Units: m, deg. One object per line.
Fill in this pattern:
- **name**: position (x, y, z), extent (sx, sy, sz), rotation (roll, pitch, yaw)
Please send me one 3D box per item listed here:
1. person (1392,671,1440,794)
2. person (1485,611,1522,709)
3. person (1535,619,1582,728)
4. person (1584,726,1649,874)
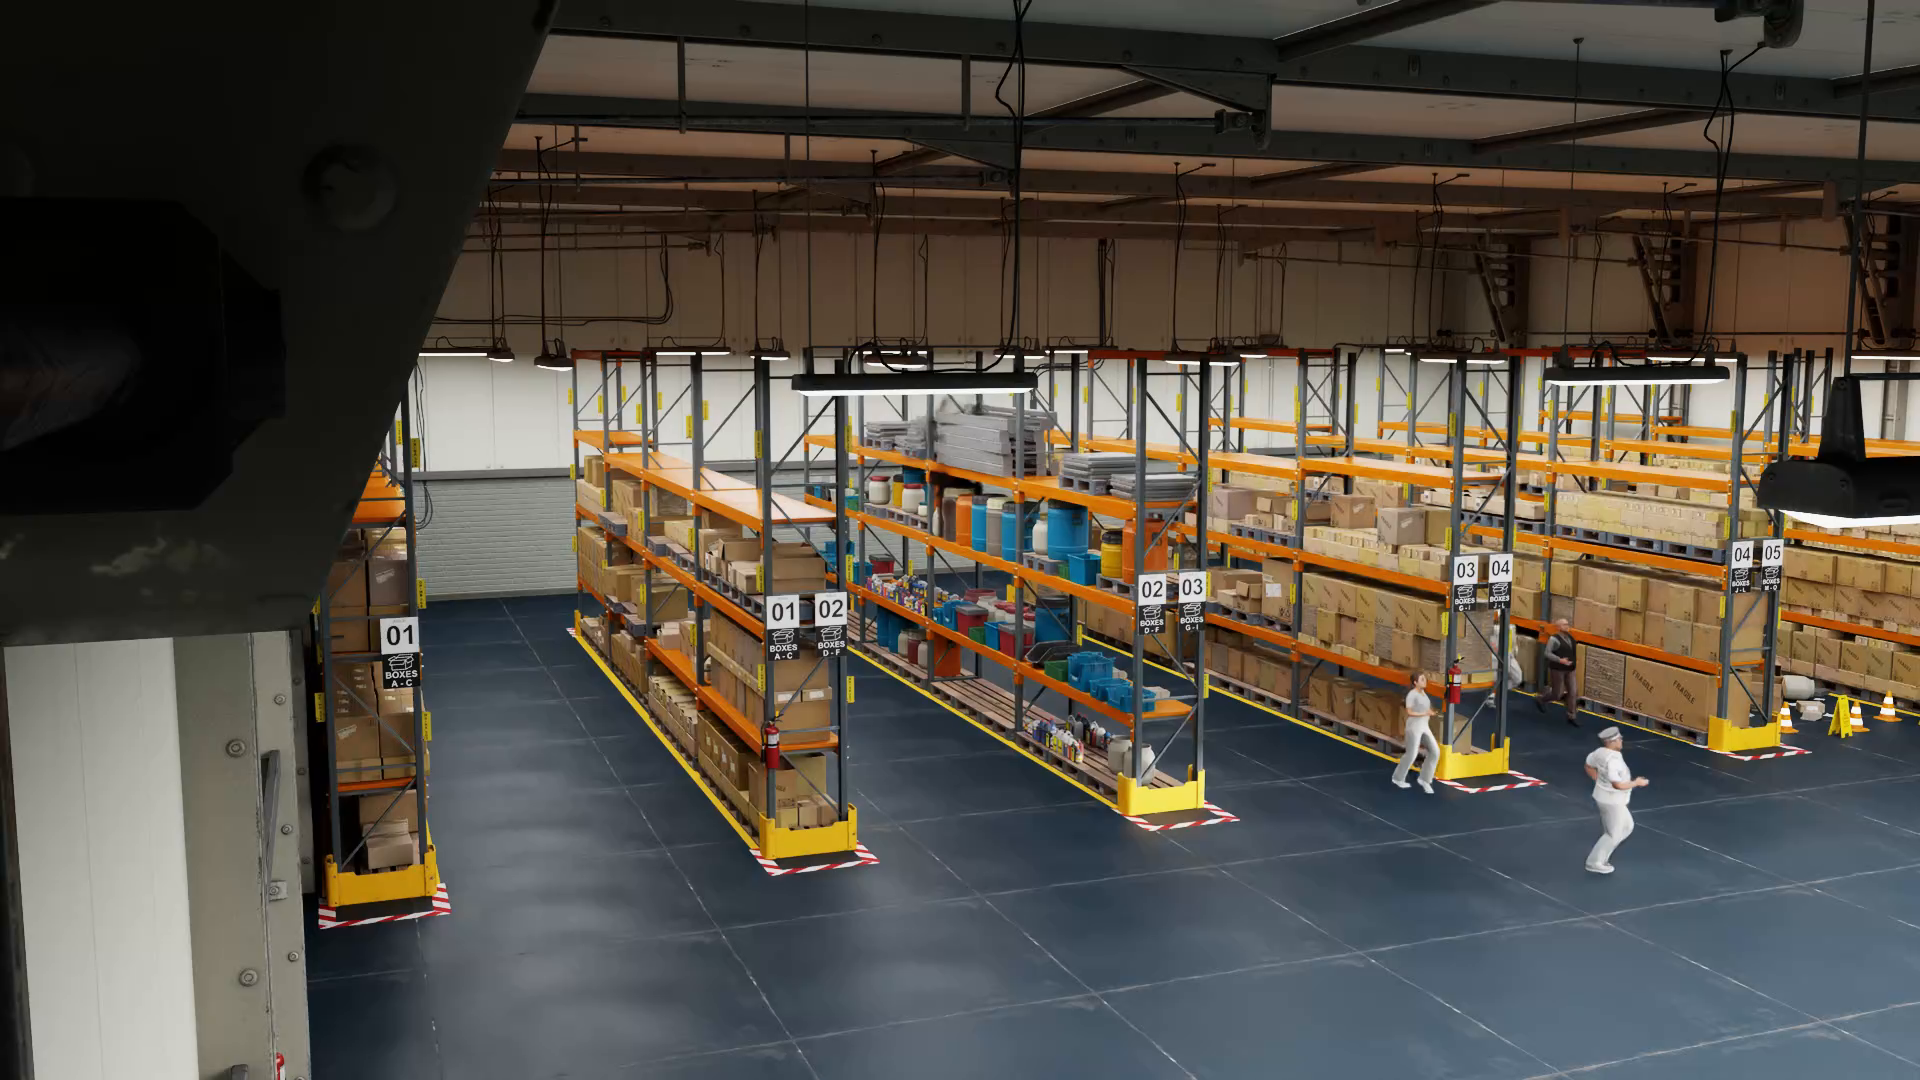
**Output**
- **person**: position (6.315, 2.662, 22.975), extent (0.565, 1.729, 0.669), rotation (-7, 10, -44)
- **person**: position (9.131, 2.001, 27.810), extent (0.687, 1.732, 0.748), rotation (-2, 7, -18)
- **person**: position (9.780, 2.133, 27.041), extent (0.674, 1.723, 0.937), rotation (-3, 8, -23)
- **person**: position (7.679, 3.055, 19.454), extent (0.656, 1.792, 0.644), rotation (1, 7, 7)
